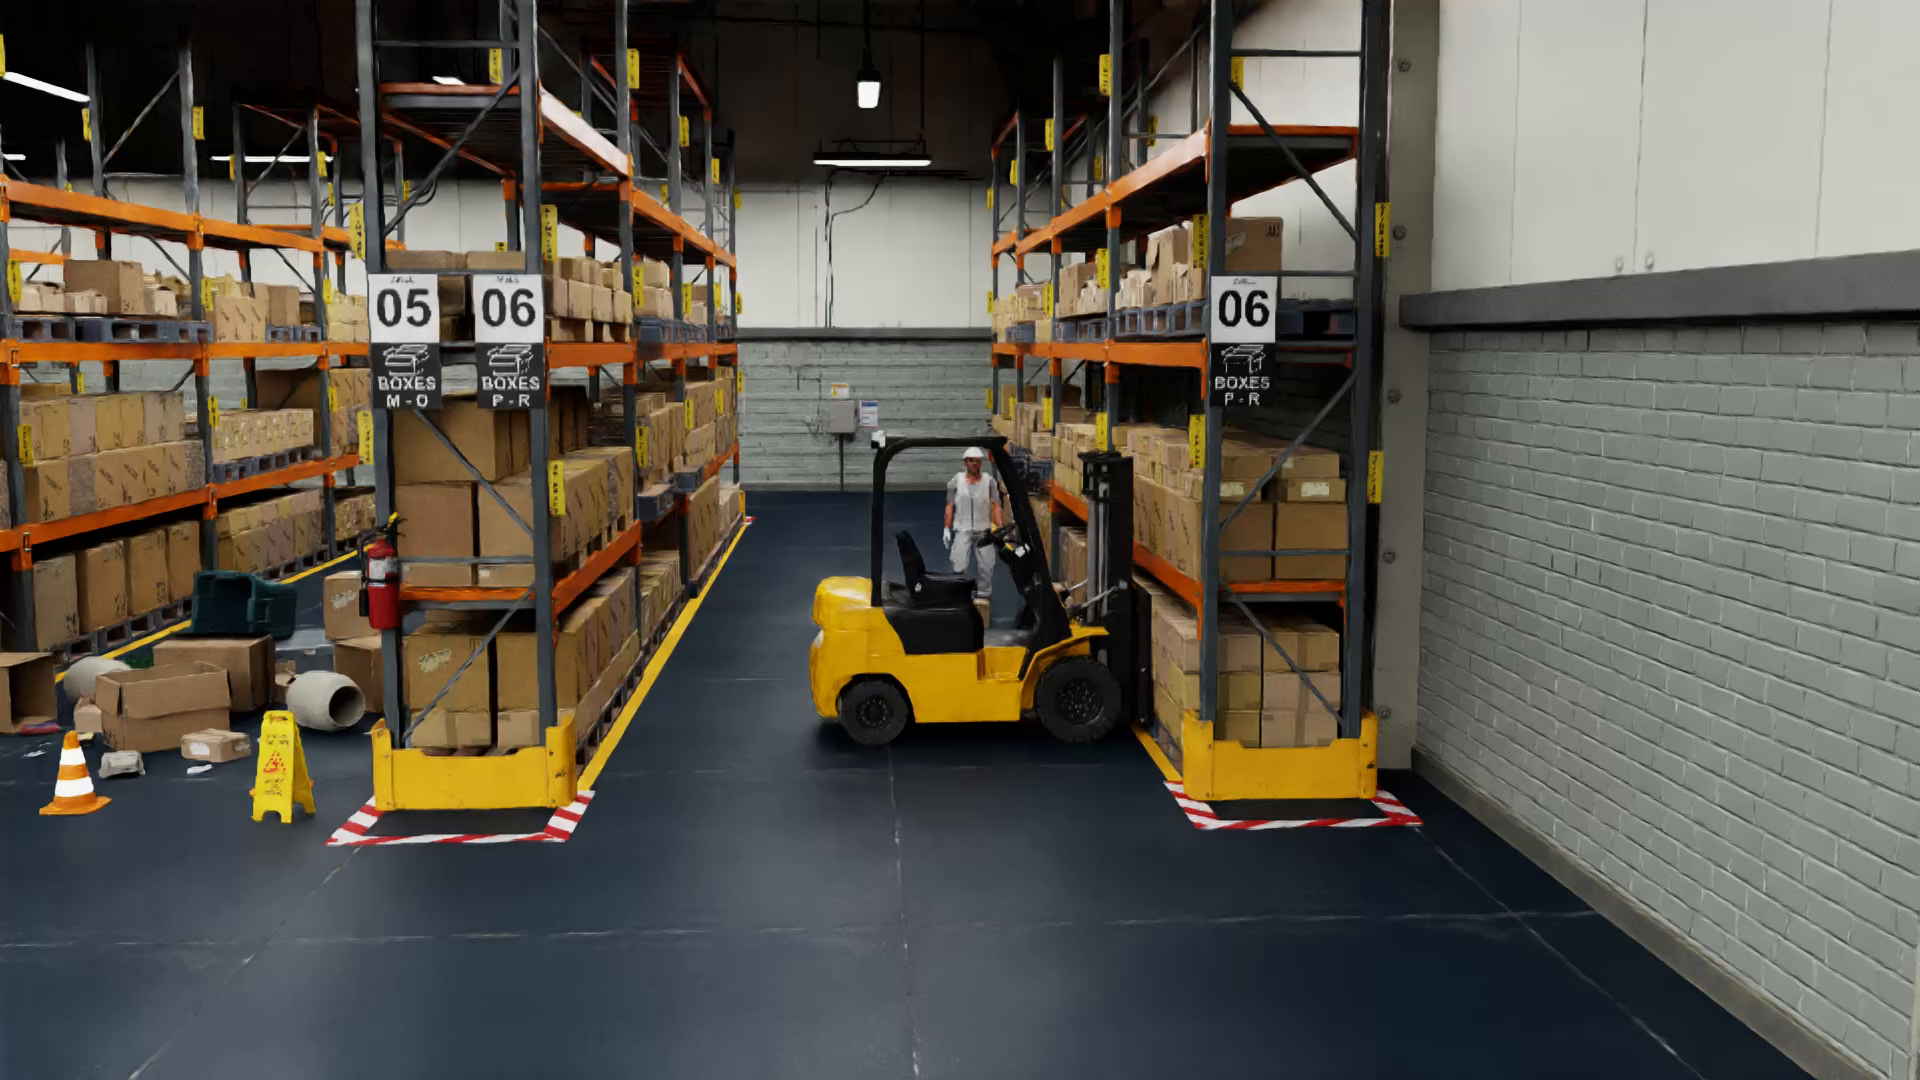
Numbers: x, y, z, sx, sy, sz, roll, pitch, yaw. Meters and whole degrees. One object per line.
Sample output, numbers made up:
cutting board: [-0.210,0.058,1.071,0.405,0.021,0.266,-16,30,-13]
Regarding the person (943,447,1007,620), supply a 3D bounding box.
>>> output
person: [0.153,-0.063,16.791,0.649,1.773,0.484,0,7,-3]
